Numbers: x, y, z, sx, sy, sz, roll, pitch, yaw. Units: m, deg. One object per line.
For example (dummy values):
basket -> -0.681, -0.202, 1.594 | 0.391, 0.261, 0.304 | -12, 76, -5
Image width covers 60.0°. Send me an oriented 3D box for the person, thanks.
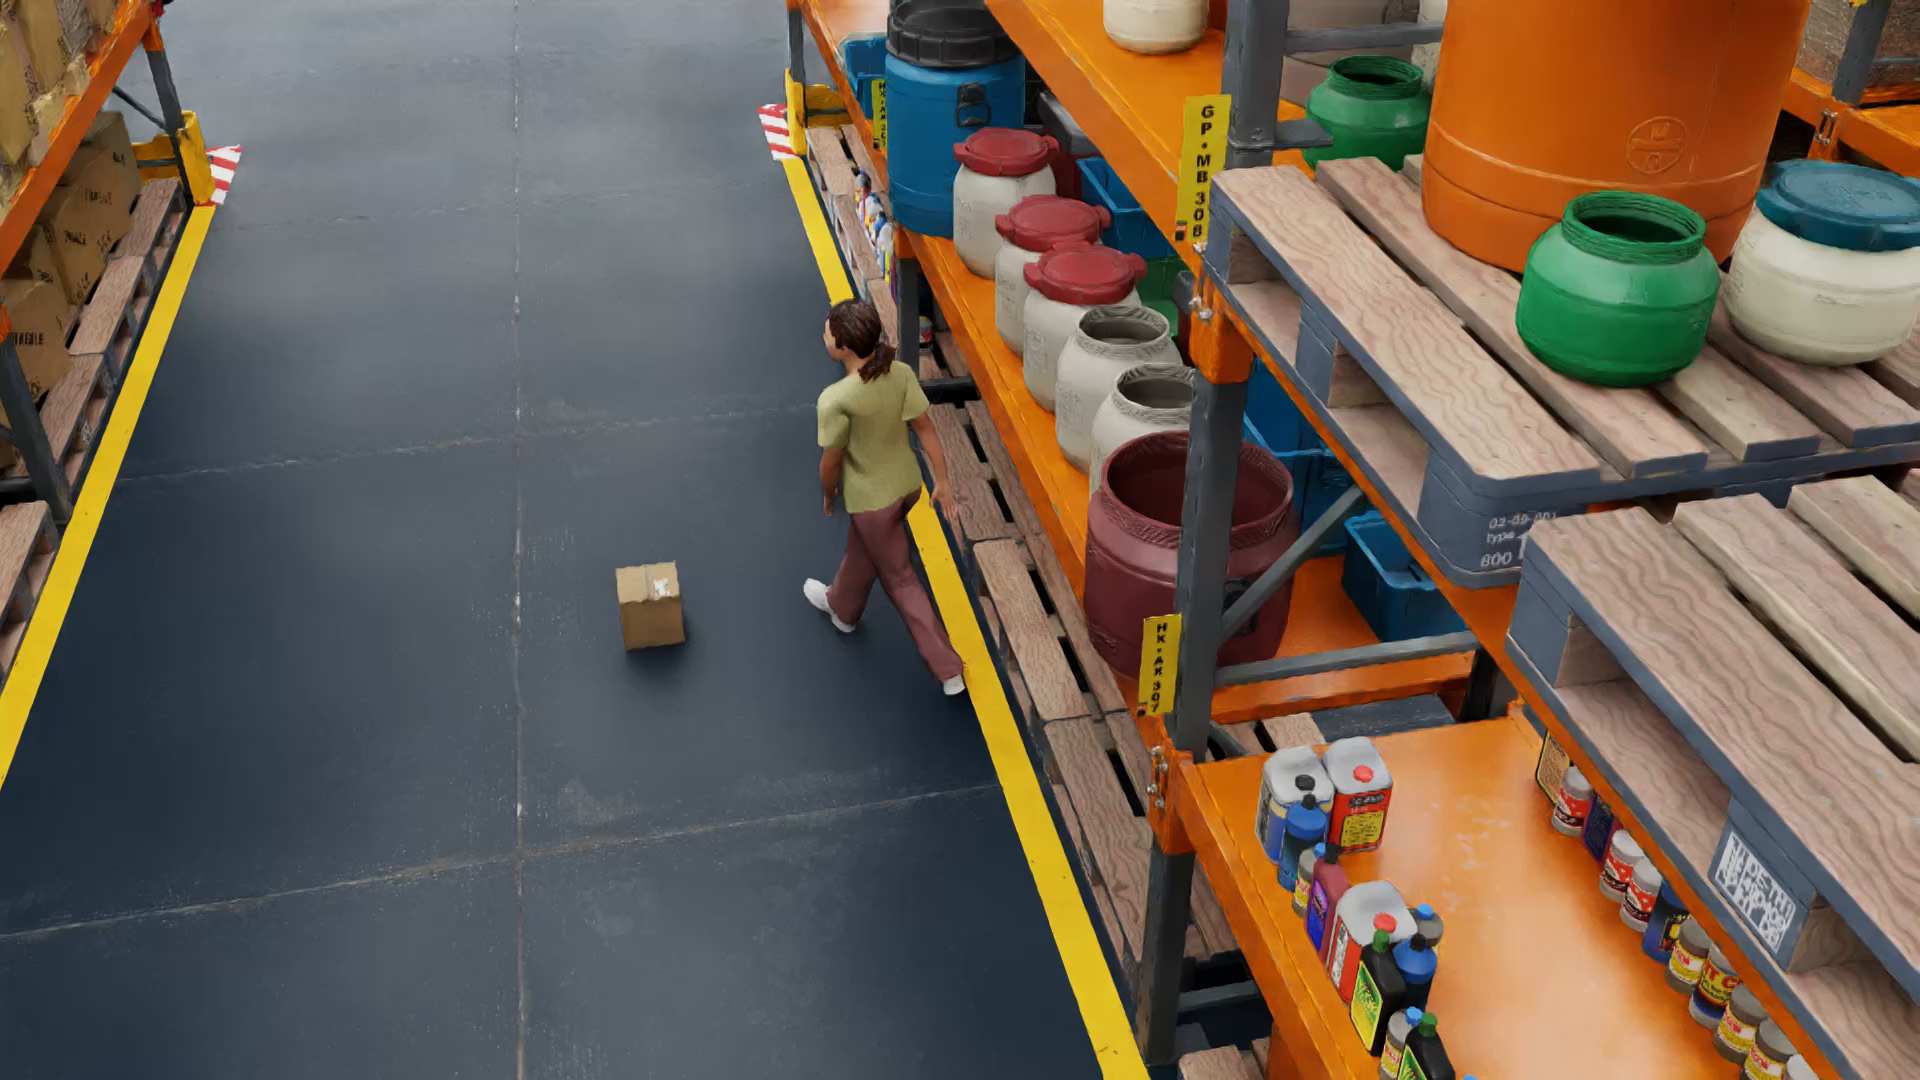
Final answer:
person -> -0.359, -0.181, 6.430 | 0.952, 1.619, 0.464 | 28, 43, 35
